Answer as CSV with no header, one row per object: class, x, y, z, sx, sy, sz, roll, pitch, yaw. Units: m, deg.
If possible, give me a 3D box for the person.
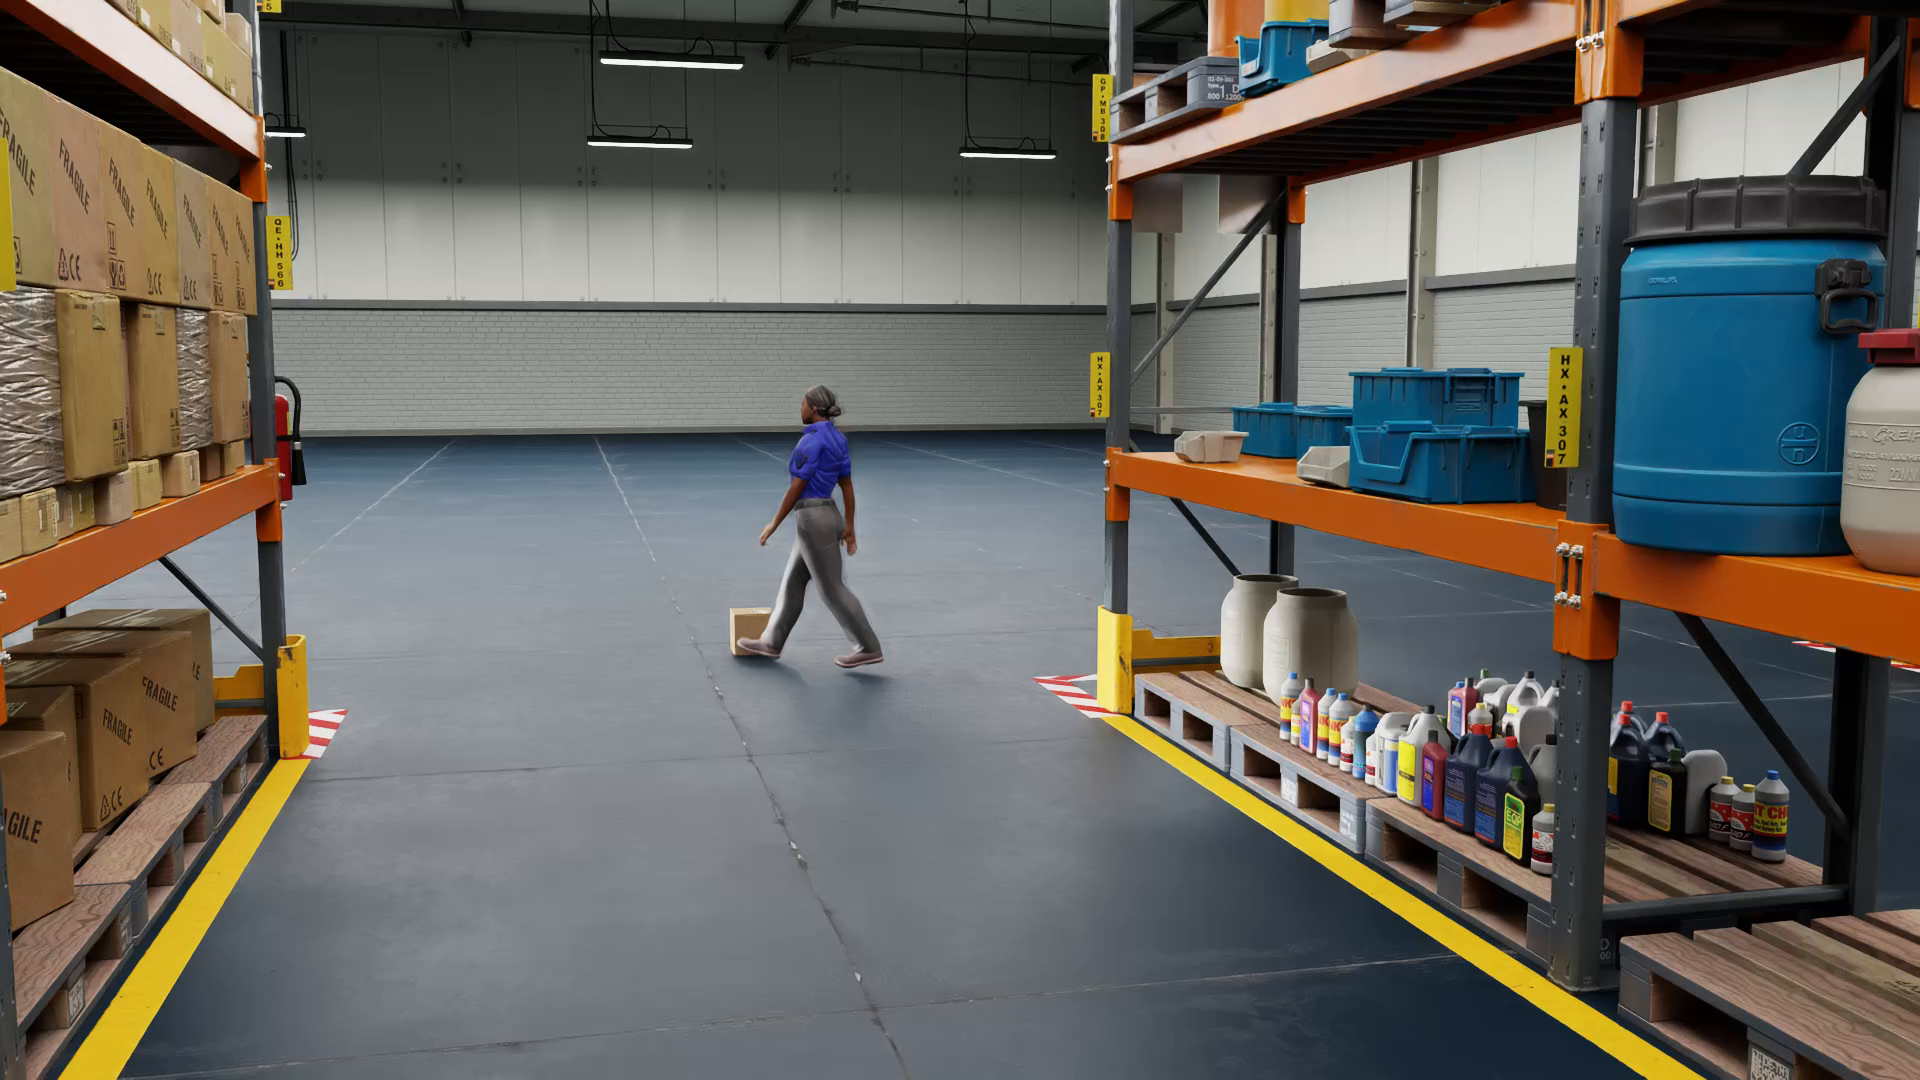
person,-0.889,-0.087,9.476,0.957,1.599,0.458,2,6,15
